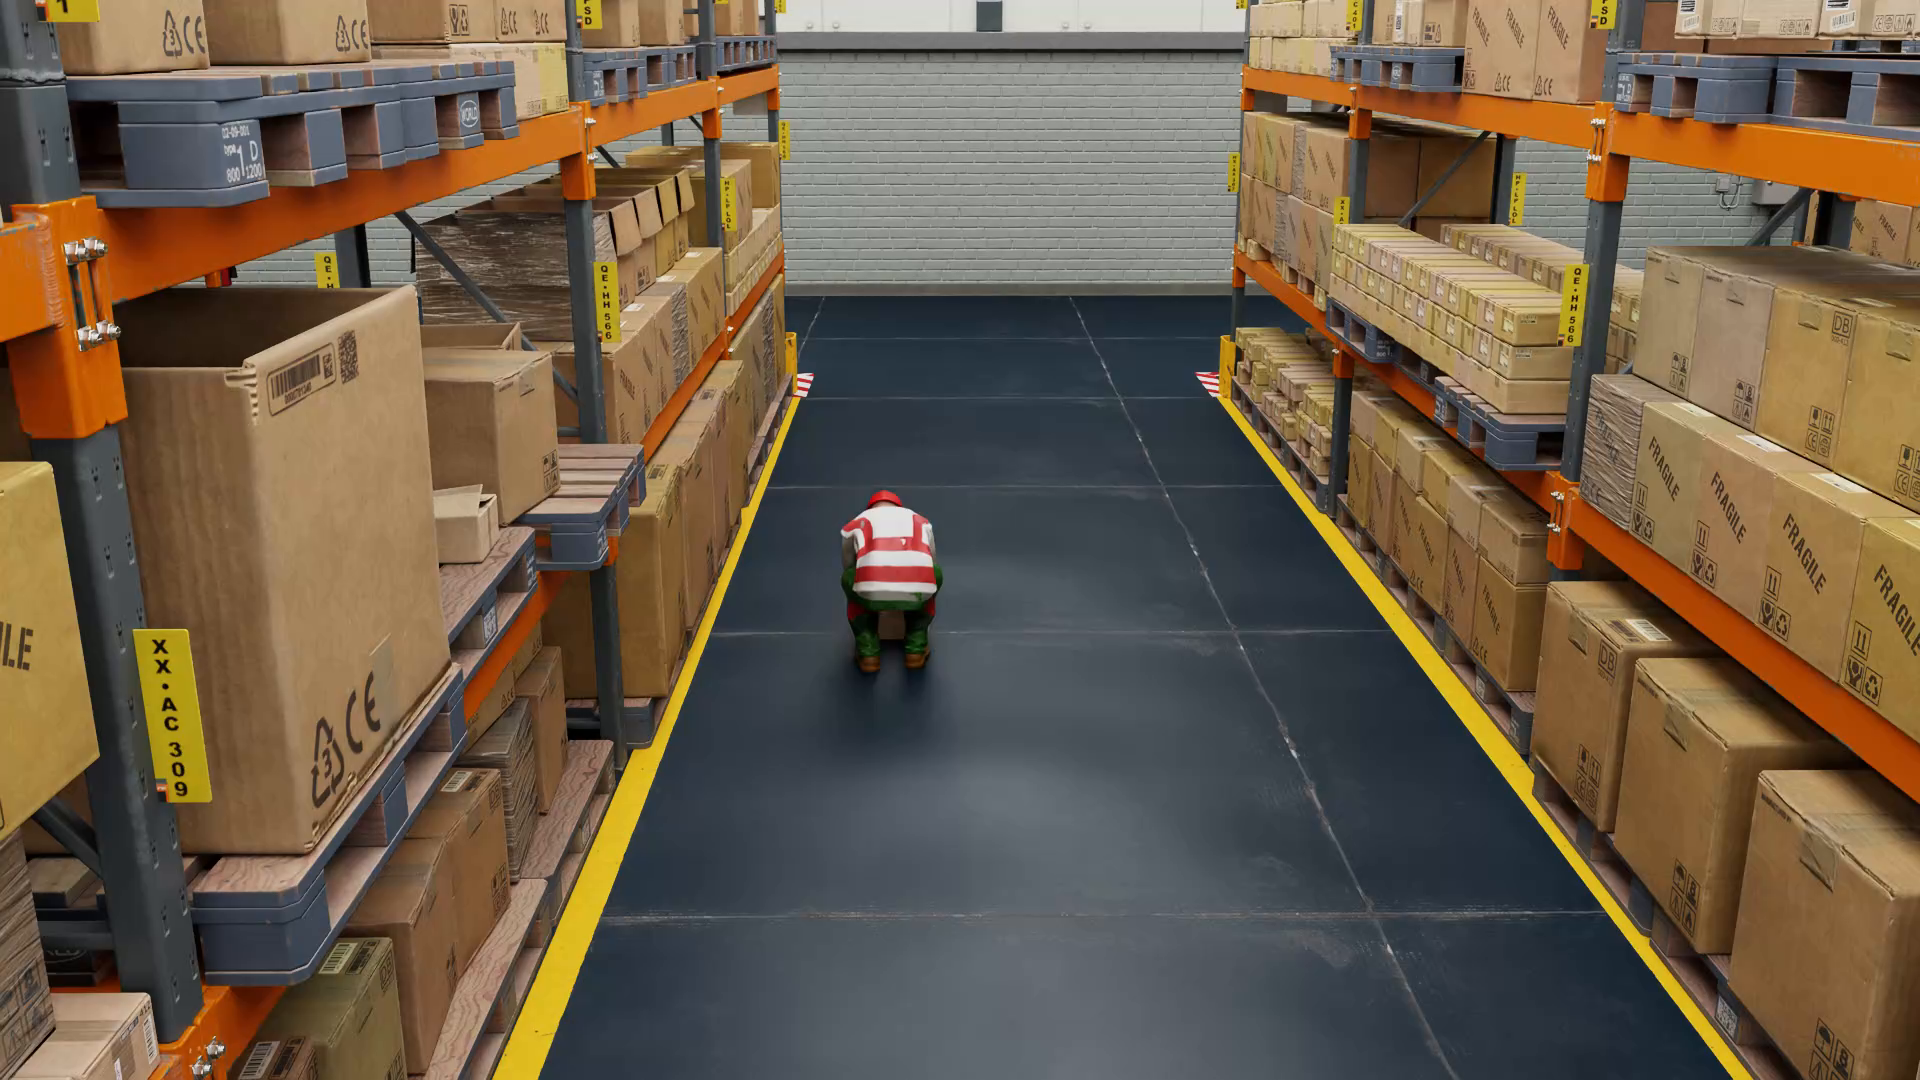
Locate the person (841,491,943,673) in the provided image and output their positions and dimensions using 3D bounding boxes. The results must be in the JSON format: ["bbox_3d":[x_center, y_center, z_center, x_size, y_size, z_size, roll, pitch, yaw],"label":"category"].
[{"bbox_3d":[-0.351,0.236,8.552,0.522,0.809,0.947,-1,17,-2],"label":"person"}]
